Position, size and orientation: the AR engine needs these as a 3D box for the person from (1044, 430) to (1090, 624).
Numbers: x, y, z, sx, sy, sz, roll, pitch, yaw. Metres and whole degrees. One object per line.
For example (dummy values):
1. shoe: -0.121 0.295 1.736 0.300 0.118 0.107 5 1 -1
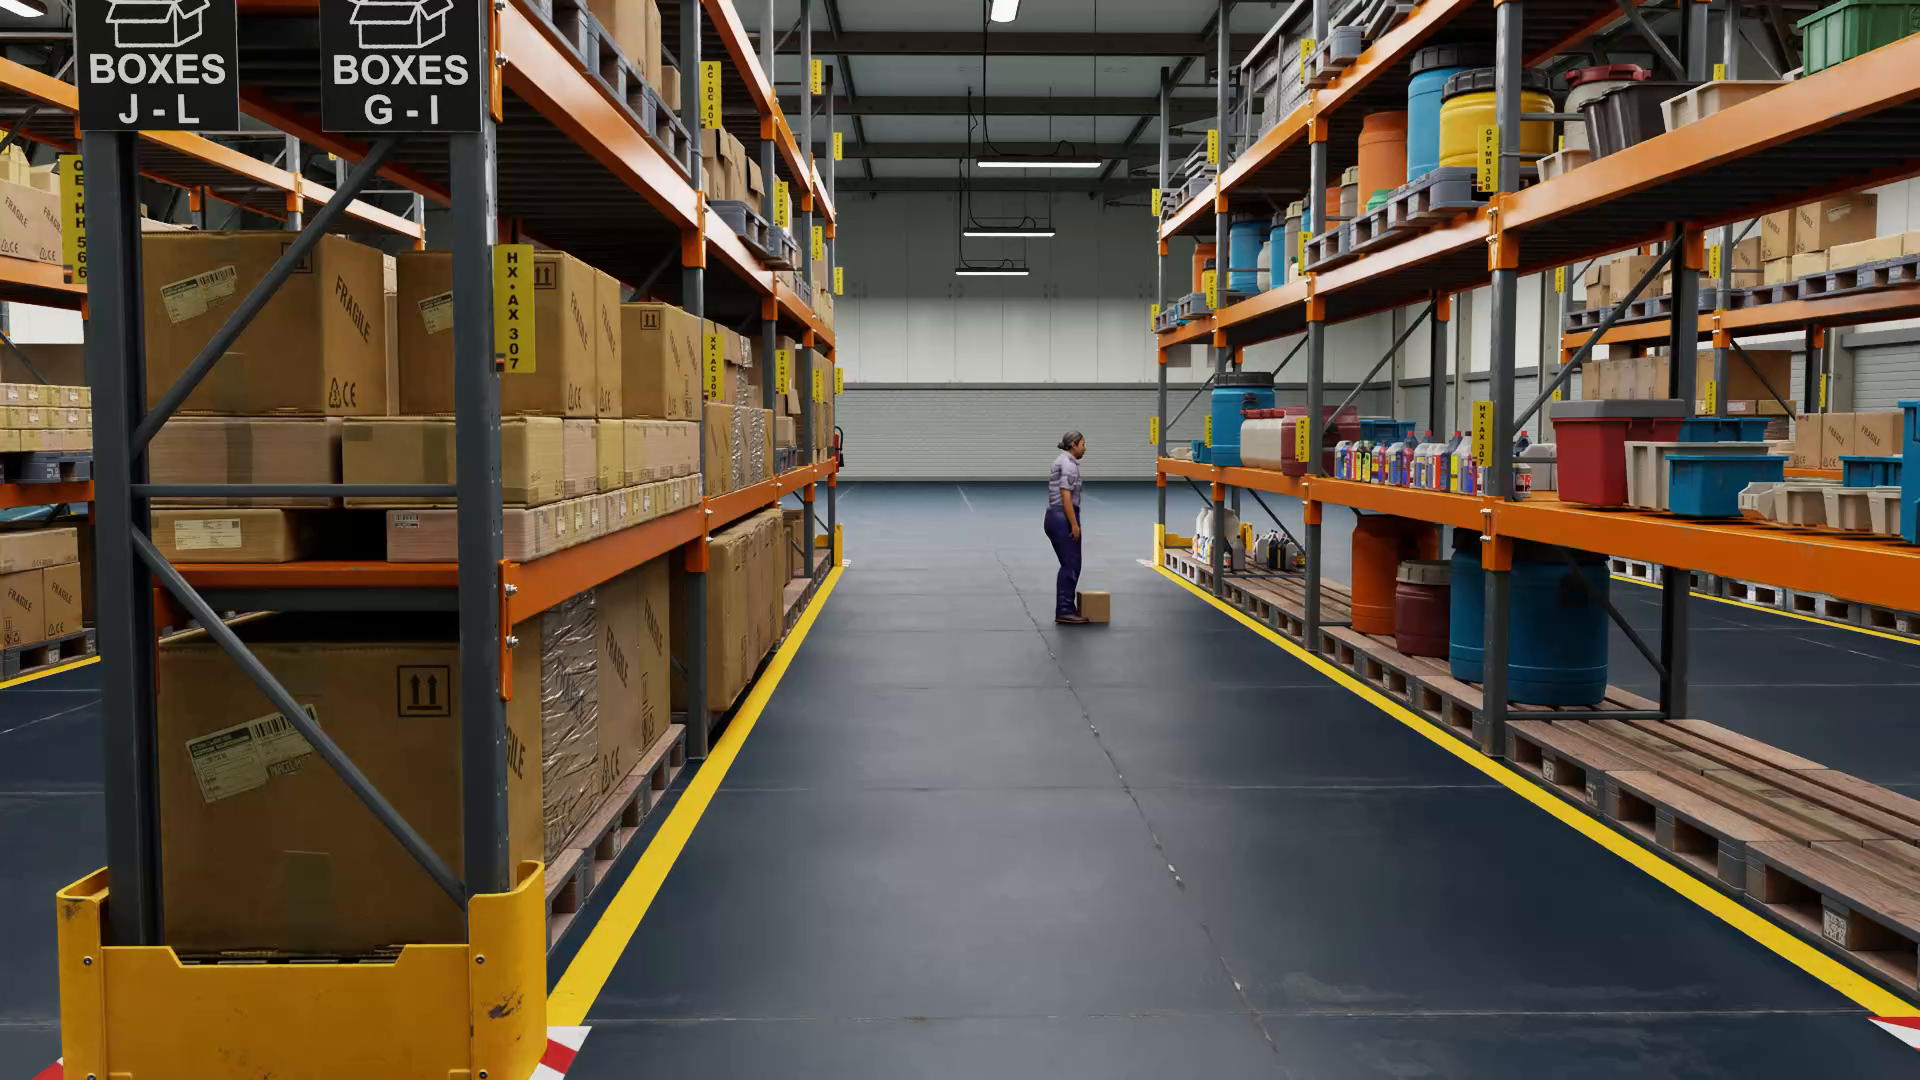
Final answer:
1. person: 0.942 -0.122 14.364 0.415 1.651 0.547 0 4 -2
